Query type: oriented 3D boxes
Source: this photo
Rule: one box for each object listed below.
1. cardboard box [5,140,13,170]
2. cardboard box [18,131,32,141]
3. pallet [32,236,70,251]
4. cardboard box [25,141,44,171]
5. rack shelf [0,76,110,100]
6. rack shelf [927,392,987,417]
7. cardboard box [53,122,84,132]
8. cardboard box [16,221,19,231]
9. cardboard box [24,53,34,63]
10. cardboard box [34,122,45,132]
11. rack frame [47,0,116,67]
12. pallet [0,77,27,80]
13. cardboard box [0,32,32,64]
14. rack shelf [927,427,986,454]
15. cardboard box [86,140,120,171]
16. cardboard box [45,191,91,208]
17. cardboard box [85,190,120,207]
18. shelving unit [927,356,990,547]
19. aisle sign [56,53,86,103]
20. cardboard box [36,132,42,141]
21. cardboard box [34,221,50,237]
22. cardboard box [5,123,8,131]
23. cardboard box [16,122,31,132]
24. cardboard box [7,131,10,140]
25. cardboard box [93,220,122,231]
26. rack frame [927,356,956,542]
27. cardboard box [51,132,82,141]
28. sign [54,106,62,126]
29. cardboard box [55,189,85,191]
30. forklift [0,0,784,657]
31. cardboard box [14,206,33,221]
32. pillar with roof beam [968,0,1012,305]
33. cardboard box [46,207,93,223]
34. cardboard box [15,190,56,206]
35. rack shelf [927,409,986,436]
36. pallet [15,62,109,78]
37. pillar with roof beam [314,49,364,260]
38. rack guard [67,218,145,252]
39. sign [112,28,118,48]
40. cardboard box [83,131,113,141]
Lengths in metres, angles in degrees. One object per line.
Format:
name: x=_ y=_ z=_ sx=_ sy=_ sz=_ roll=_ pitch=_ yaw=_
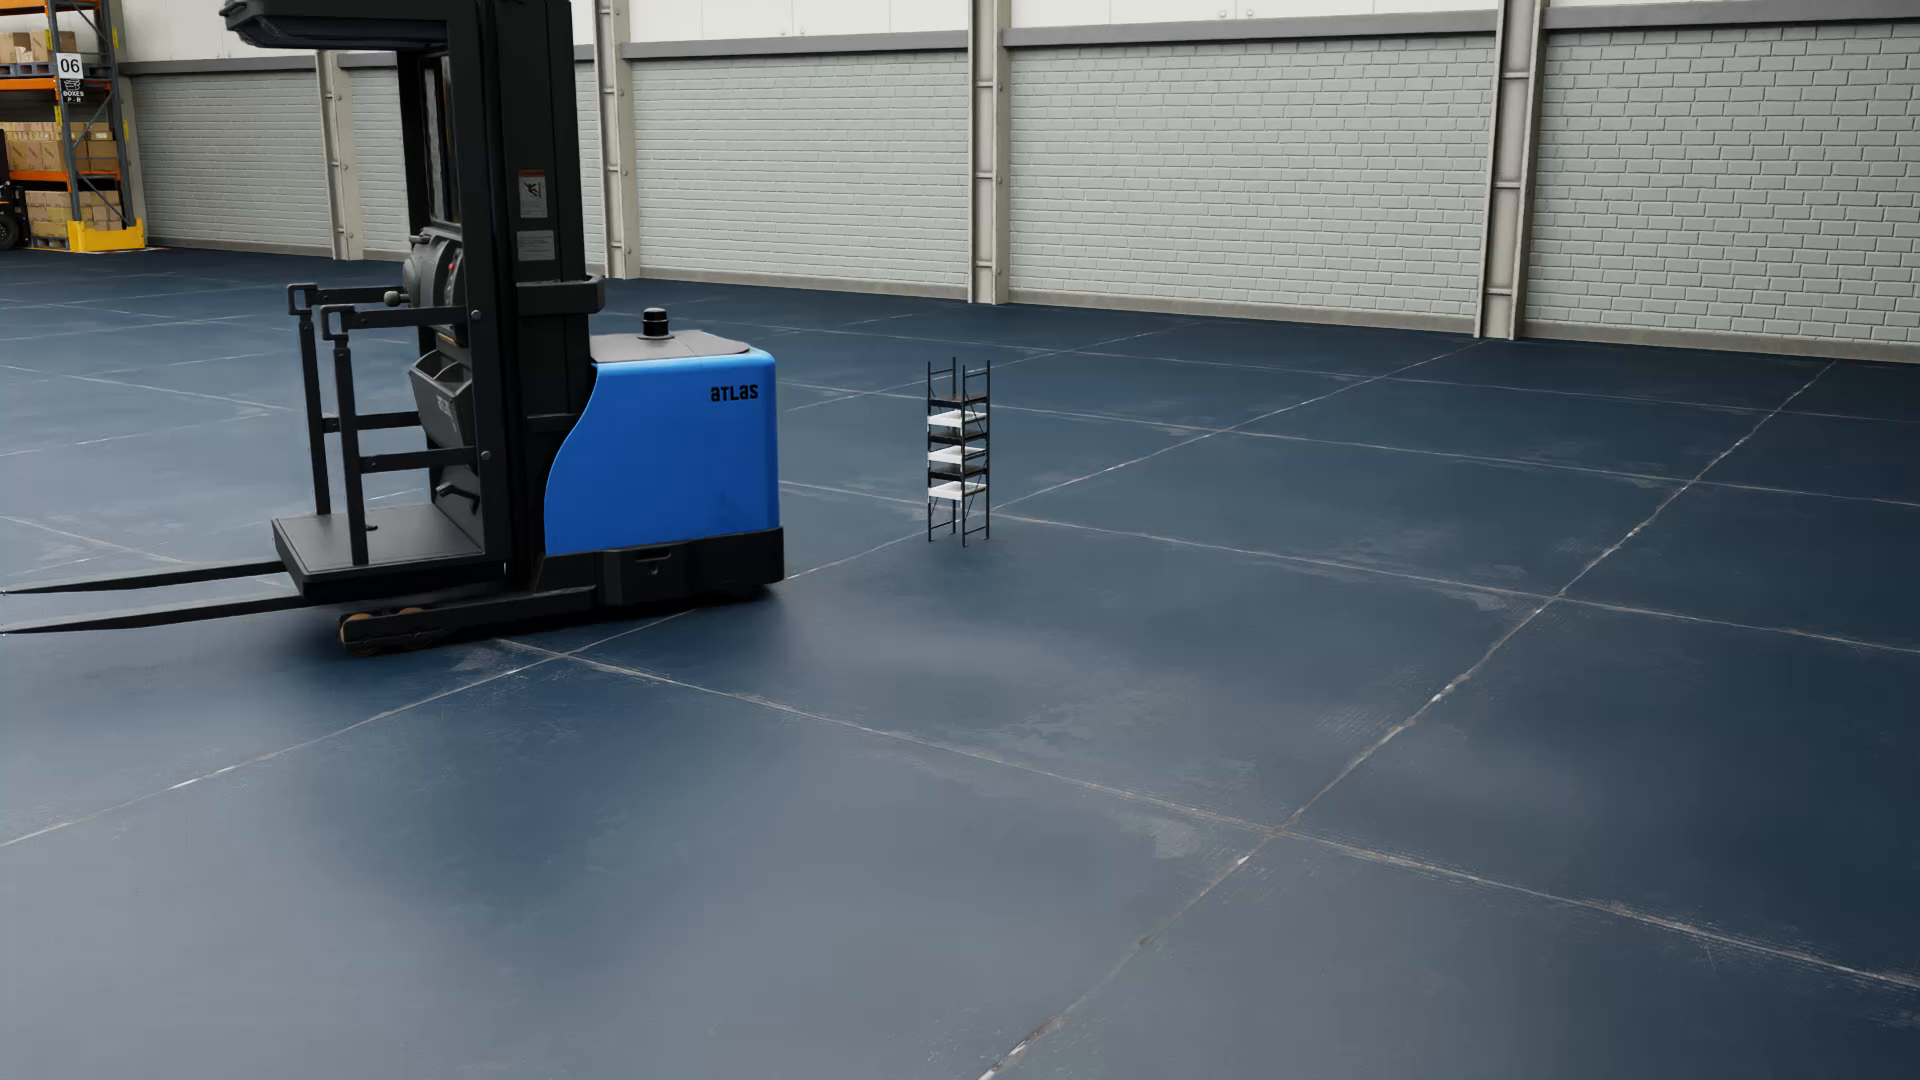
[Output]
cardboard box: x=-16.351 y=-6.675 z=28.839 sx=0.500 sy=0.500 sz=0.500 roll=9 pitch=17 yaw=33
cardboard box: x=-15.823 y=-6.899 z=28.393 sx=0.250 sy=0.149 sz=0.380 roll=9 pitch=16 yaw=31
pallet: x=-15.180 y=-5.149 z=28.682 sx=1.213 sy=0.211 sz=1.003 roll=9 pitch=17 yaw=33
cardboard box: x=-15.502 y=-6.541 z=28.298 sx=0.500 sy=0.500 sz=0.500 roll=10 pitch=17 yaw=35
rack shelf: x=-16.181 y=-7.783 z=28.776 sx=4.000 sy=0.370 sz=1.077 roll=9 pitch=17 yaw=33
rack shelf: x=-0.007 y=-0.668 z=8.163 sx=0.200 sy=0.077 sz=0.258 roll=9 pitch=17 yaw=33
cardboard box: x=-14.937 y=-6.922 z=27.865 sx=0.250 sy=0.149 sz=0.380 roll=9 pitch=17 yaw=33
cardboard box: x=-16.349 y=-5.480 z=29.065 sx=0.500 sy=0.250 sz=0.500 roll=10 pitch=17 yaw=35
cardboard box: x=-15.379 y=-8.045 z=27.778 sx=0.250 sy=0.149 sz=0.380 roll=9 pitch=16 yaw=31
cardboard box: x=-15.391 y=-6.978 z=28.094 sx=0.250 sy=0.149 sz=0.380 roll=10 pitch=17 yaw=34
rack frame: x=-14.522 y=-9.320 z=27.246 sx=0.127 sy=3.000 sz=1.000 roll=9 pitch=17 yaw=33
pallet: x=-17.119 y=-8.248 z=29.342 sx=1.213 sy=0.211 sz=1.003 roll=9 pitch=17 yaw=33
cardboard box: x=-15.819 y=-8.333 z=28.210 sx=0.500 sy=0.500 sz=0.700 roll=9 pitch=17 yaw=33
rack shelf: x=-0.007 y=-0.493 z=8.206 sx=0.200 sy=0.077 sz=0.258 roll=9 pitch=17 yaw=33
cardboard box: x=-14.778 y=-6.578 z=28.446 sx=0.500 sy=0.500 sz=0.500 roll=10 pitch=17 yaw=35
cardboard box: x=-15.078 y=-5.762 z=28.124 sx=0.500 sy=0.250 sz=0.500 roll=10 pitch=17 yaw=35
cardboard box: x=-14.815 y=-5.865 z=28.539 sx=0.500 sy=0.250 sz=0.500 roll=9 pitch=16 yaw=32
shelving unit: x=-0.007 y=-0.438 z=8.219 sx=0.210 sy=0.900 sz=0.258 roll=9 pitch=17 yaw=33
aisle sign: x=-14.631 y=-7.602 z=27.382 sx=0.004 sy=0.787 sz=0.394 roll=9 pitch=17 yaw=33
cardboard box: x=-15.376 y=-6.837 z=28.143 sx=0.250 sy=0.149 sz=0.380 roll=10 pitch=17 yaw=34
cardboard box: x=-15.495 y=-5.346 z=28.523 sx=0.500 sy=0.250 sz=0.500 roll=9 pitch=17 yaw=33
cardboard box: x=-16.213 y=-7.126 z=28.691 sx=0.250 sy=0.149 sz=0.380 roll=9 pitch=17 yaw=34
cardboard box: x=-15.834 y=-7.039 z=28.340 sx=0.250 sy=0.149 sz=0.380 roll=10 pitch=17 yaw=34
cardboard box: x=-16.201 y=-6.981 z=28.722 sx=0.250 sy=0.149 sz=0.380 roll=9 pitch=17 yaw=32
cardboard box: x=-14.820 y=-5.382 z=28.670 sx=0.500 sy=0.250 sz=0.500 roll=9 pitch=17 yaw=33
rack frame: x=-0.091 y=-0.452 z=8.275 sx=0.006 sy=0.900 sz=0.240 roll=9 pitch=17 yaw=33
cardboard box: x=-14.966 y=-6.762 z=27.839 sx=0.250 sy=0.149 sz=0.380 roll=9 pitch=17 yaw=34
sign: x=-14.836 y=-6.979 z=27.369 sx=0.005 sy=0.325 sz=0.100 roll=9 pitch=17 yaw=33
cardboard box: x=-15.641 y=-6.000 z=29.086 sx=0.500 sy=0.250 sz=0.500 roll=9 pitch=17 yaw=32
forklift: x=-2.321 y=-1.113 z=6.719 sx=3.031 sy=2.935 sz=1.130 roll=-7 pitch=16 yaw=-27
cardboard box: x=-15.950 y=-5.657 z=28.741 sx=0.500 sy=0.250 sz=0.500 roll=9 pitch=16 yaw=32
pillar with roof beam: x=-2.063 y=-6.321 z=15.130 sx=0.400 sy=9.000 sz=9.100 roll=9 pitch=17 yaw=33
cardboard box: x=-15.100 y=-5.523 z=28.198 sx=0.500 sy=0.250 sz=0.500 roll=9 pitch=16 yaw=32
cardboard box: x=-15.929 y=-5.895 z=28.662 sx=0.500 sy=0.250 sz=0.500 roll=9 pitch=17 yaw=34
rack shelf: x=-0.007 y=-0.580 z=8.184 sx=0.200 sy=0.077 sz=0.258 roll=9 pitch=17 yaw=33
pallet: x=-15.094 y=-7.921 z=28.021 sx=1.213 sy=0.211 sz=1.003 roll=9 pitch=17 yaw=33
pillar with roof beam: x=-12.021 y=-7.930 z=21.631 sx=0.400 sy=9.000 sz=9.100 roll=9 pitch=17 yaw=33
rack guard: x=-14.502 y=-5.191 z=28.254 sx=0.348 sy=0.500 sz=1.175 roll=9 pitch=17 yaw=33
sign: x=-14.207 y=-8.437 z=27.935 sx=0.005 sy=0.325 sz=0.100 roll=9 pitch=17 yaw=33
cardboard box: x=-14.658 y=-6.868 z=28.269 sx=0.250 sy=0.149 sz=0.380 roll=9 pitch=16 yaw=31
